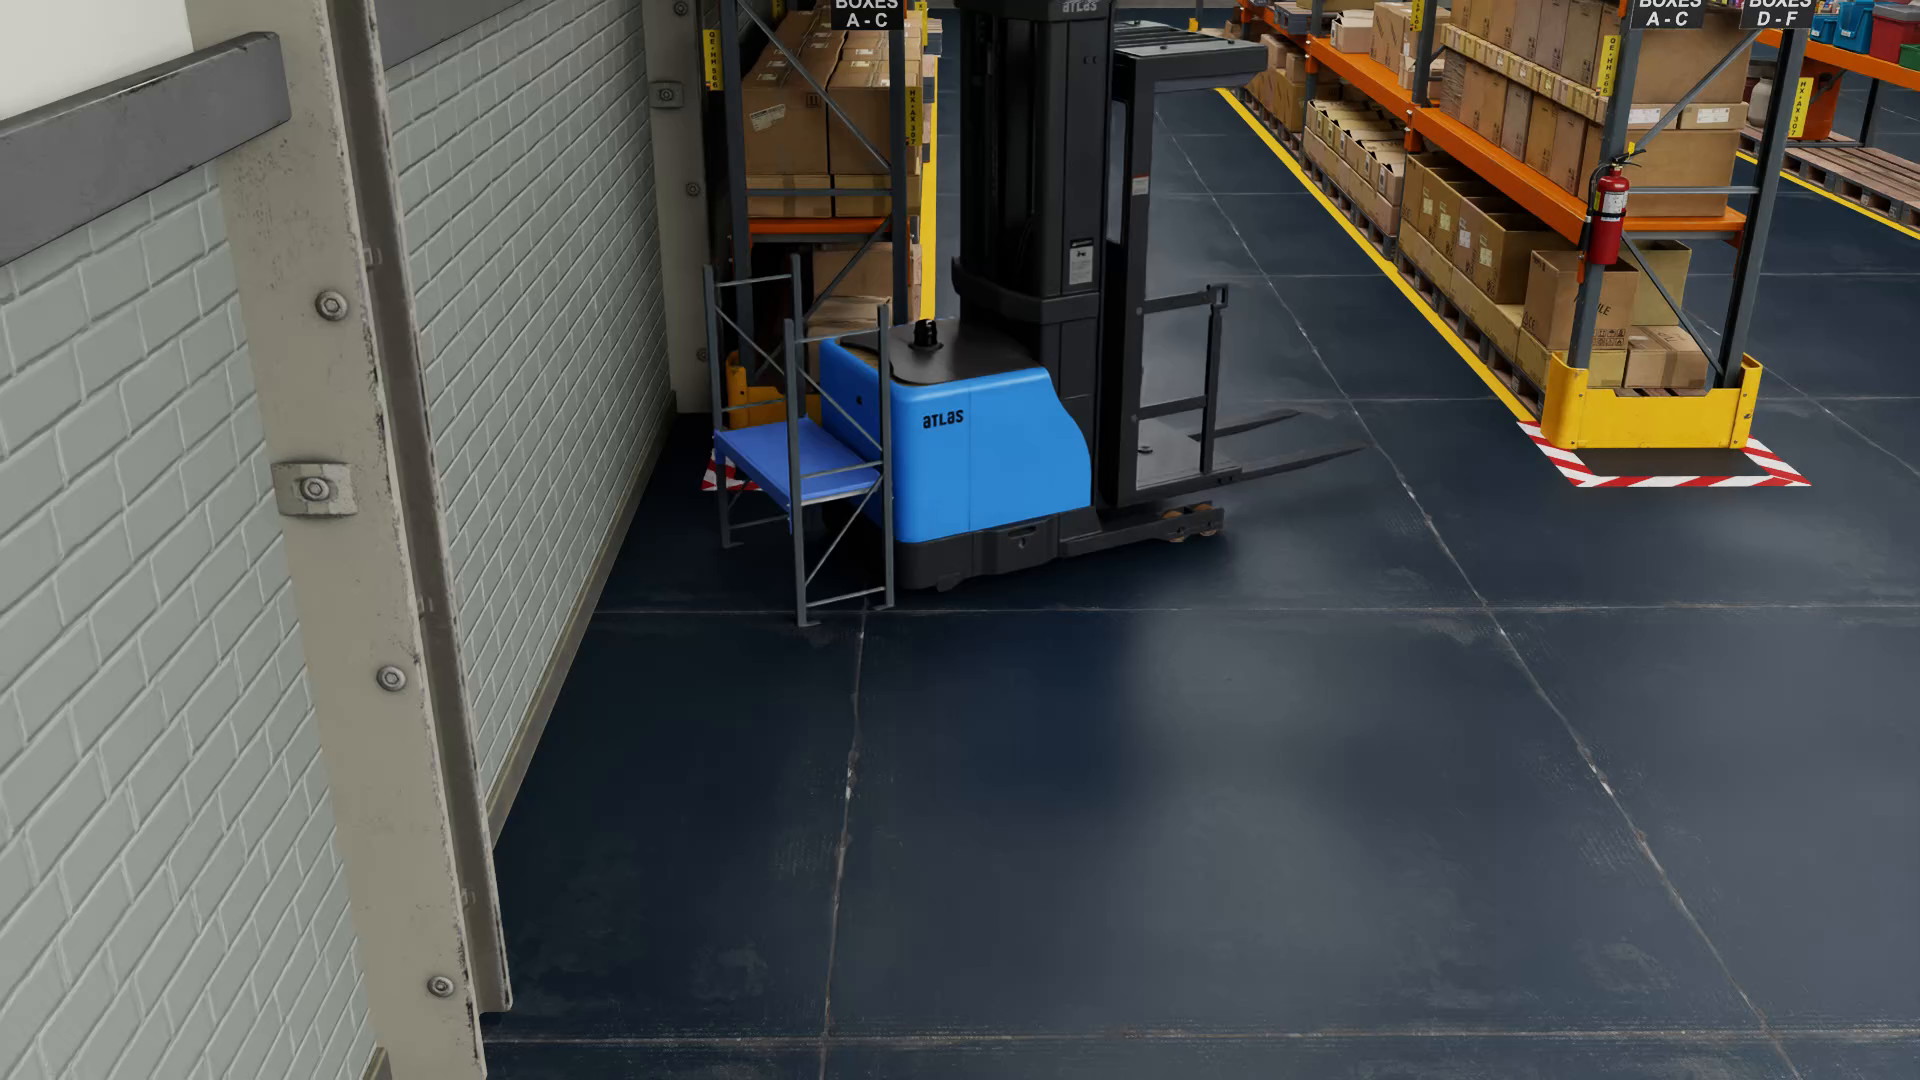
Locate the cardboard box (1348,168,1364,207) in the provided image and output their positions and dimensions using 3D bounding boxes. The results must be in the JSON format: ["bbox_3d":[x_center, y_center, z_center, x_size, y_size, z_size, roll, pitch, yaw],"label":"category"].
[{"bbox_3d":[3.802,-3.171,14.948,0.500,0.250,0.500,0,24,1],"label":"cardboard box"}]

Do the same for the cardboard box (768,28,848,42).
[{"bbox_3d":[-1.050,-3.289,11.630,0.500,0.500,0.500,0,24,1],"label":"cardboard box"}]

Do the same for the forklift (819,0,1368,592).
[{"bbox_3d":[0.816,-1.497,8.504,3.031,2.935,1.130,-12,27,-25],"label":"forklift"}]

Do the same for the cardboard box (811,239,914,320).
[{"bbox_3d":[-0.686,-1.856,11.713,0.700,0.500,0.500,-2,24,-4],"label":"cardboard box"}]

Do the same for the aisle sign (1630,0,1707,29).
[{"bbox_3d":[3.856,-3.151,8.923,0.394,0.787,0.004,0,24,-1],"label":"aisle sign"}]

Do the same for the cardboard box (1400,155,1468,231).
[{"bbox_3d":[3.798,-2.731,13.066,0.500,0.500,0.500,0,24,-1],"label":"cardboard box"}]

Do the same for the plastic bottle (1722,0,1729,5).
[{"bbox_3d":[8.568,-6.026,18.576,0.061,0.283,0.133,0,24,-1],"label":"plastic bottle"}]

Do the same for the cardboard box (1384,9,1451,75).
[{"bbox_3d":[4.102,-4.429,14.781,0.500,0.500,0.500,0,24,0],"label":"cardboard box"}]

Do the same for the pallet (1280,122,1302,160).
[{"bbox_3d":[4.092,-4.329,18.065,1.003,0.211,1.213,0,24,-1],"label":"pallet"}]

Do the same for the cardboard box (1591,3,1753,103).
[{"bbox_3d":[4.156,-2.846,9.707,0.700,0.500,0.500,0,24,0],"label":"cardboard box"}]

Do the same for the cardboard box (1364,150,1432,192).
[{"bbox_3d":[3.803,-3.217,14.370,0.500,0.311,0.500,0,24,1],"label":"cardboard box"}]

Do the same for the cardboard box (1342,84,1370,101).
[{"bbox_3d":[4.343,-4.542,17.652,0.500,0.500,0.500,1,24,2],"label":"cardboard box"}]

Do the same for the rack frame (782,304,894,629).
[{"bbox_3d":[-0.546,-0.319,7.635,0.500,1.500,0.032,-12,27,-25],"label":"rack frame"}]

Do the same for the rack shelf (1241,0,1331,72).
[{"bbox_3d":[4.040,-5.788,18.781,1.077,0.370,4.000,0,24,-1],"label":"rack shelf"}]

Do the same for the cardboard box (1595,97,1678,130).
[{"bbox_3d":[3.955,-2.493,9.713,0.380,0.149,0.250,-1,24,-1],"label":"cardboard box"}]

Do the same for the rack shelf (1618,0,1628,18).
[{"bbox_3d":[4.128,-3.858,10.874,1.077,0.370,4.000,0,24,-1],"label":"rack shelf"}]

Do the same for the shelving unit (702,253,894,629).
[{"bbox_3d":[-0.783,-0.504,8.045,0.538,1.500,1.048,-12,27,-25],"label":"shelving unit"}]

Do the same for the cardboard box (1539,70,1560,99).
[{"bbox_3d":[3.944,-2.918,10.653,0.380,0.149,0.250,0,24,1],"label":"cardboard box"}]

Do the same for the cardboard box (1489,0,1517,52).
[{"bbox_3d":[4.128,-3.683,11.557,0.700,0.500,0.500,0,24,-1],"label":"cardboard box"}]

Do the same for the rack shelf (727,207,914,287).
[{"bbox_3d":[-0.826,-2.468,11.439,1.077,0.370,4.000,0,24,-1],"label":"rack shelf"}]

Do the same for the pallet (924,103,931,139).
[{"bbox_3d":[-0.835,-4.824,19.160,1.003,0.211,1.213,0,24,-1],"label":"pallet"}]

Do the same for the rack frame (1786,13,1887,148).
[{"bbox_3d":[9.015,-5.312,16.856,1.000,3.000,0.127,0,24,-1],"label":"rack frame"}]

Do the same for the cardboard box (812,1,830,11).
[{"bbox_3d":[-0.819,-4.075,13.466,0.700,0.500,0.500,0,24,0],"label":"cardboard box"}]

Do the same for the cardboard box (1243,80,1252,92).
[{"bbox_3d":[3.780,-5.801,20.436,0.500,0.500,0.500,-1,24,-3],"label":"cardboard box"}]

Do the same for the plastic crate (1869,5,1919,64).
[{"bbox_3d":[8.727,-4.674,15.367,0.402,0.464,0.583,0,24,-1],"label":"plastic crate"}]

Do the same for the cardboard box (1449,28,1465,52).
[{"bbox_3d":[3.918,-3.770,12.536,0.380,0.149,0.250,0,24,0],"label":"cardboard box"}]

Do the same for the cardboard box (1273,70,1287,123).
[{"bbox_3d":[3.812,-4.951,18.556,0.500,0.500,0.500,-1,24,-2],"label":"cardboard box"}]

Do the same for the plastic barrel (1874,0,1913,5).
[{"bbox_3d":[9.323,-5.185,16.408,0.600,0.536,0.708,0,24,-1],"label":"plastic barrel"}]

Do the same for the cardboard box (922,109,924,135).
[{"bbox_3d":[-0.768,-4.783,17.785,0.750,0.750,0.750,-1,24,-1],"label":"cardboard box"}]

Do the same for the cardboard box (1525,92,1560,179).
[{"bbox_3d":[4.147,-2.654,10.857,0.700,0.500,0.500,0,24,0],"label":"cardboard box"}]

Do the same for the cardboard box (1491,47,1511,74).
[{"bbox_3d":[3.933,-3.342,11.591,0.380,0.149,0.250,-1,24,-2],"label":"cardboard box"}]

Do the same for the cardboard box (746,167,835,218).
[{"bbox_3d":[-1.003,-2.104,9.920,0.500,0.250,0.500,0,24,0],"label":"cardboard box"}]

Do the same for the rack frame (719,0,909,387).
[{"bbox_3d":[-0.804,-1.971,9.469,1.000,3.000,0.127,0,24,-1],"label":"rack frame"}]

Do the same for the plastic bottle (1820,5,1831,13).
[{"bbox_3d":[9.204,-5.584,17.698,0.097,0.201,0.097,0,24,0],"label":"plastic bottle"}]

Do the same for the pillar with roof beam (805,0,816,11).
[{"bbox_3d":[2.497,-9.953,19.838,9.100,9.000,0.400,0,24,-1],"label":"pillar with roof beam"}]

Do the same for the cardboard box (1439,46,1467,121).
[{"bbox_3d":[4.117,-3.506,12.741,0.700,0.500,0.500,-1,24,-2],"label":"cardboard box"}]

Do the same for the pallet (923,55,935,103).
[{"bbox_3d":[-0.711,-3.848,13.850,1.003,0.211,1.213,0,24,-1],"label":"pallet"}]

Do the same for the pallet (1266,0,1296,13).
[{"bbox_3d":[4.036,-6.006,18.621,1.003,0.211,1.213,0,24,-1],"label":"pallet"}]

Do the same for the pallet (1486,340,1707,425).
[{"bbox_3d":[4.099,-1.040,10.792,1.003,0.211,1.213,0,24,-1],"label":"pallet"}]

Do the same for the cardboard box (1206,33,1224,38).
[{"bbox_3d":[3.708,-6.898,23.166,0.500,0.250,0.500,0,24,-1],"label":"cardboard box"}]

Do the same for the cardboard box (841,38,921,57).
[{"bbox_3d":[-0.521,-3.081,11.170,0.500,0.500,0.500,0,24,1],"label":"cardboard box"}]

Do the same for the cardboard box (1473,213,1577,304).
[{"bbox_3d":[3.820,-1.907,11.244,0.500,0.500,0.500,0,24,-1],"label":"cardboard box"}]

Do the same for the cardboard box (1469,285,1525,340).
[{"bbox_3d":[3.823,-1.565,11.398,0.500,0.250,0.500,0,24,-1],"label":"cardboard box"}]

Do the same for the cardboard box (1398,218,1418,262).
[{"bbox_3d":[3.808,-2.389,13.220,0.500,0.250,0.500,0,24,-1],"label":"cardboard box"}]

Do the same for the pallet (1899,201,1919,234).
[{"bbox_3d":[9.011,-2.717,14.501,1.003,0.211,1.213,0,24,-1],"label":"pallet"}]

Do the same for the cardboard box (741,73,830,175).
[{"bbox_3d":[-1.022,-2.447,9.768,0.500,0.500,0.500,-1,24,-1],"label":"cardboard box"}]

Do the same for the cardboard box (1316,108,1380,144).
[{"bbox_3d":[3.788,-4.052,16.216,0.500,0.311,0.500,-1,24,-2],"label":"cardboard box"}]

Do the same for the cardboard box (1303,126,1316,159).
[{"bbox_3d":[3.774,-4.013,16.810,0.500,0.250,0.500,0,24,-1],"label":"cardboard box"}]

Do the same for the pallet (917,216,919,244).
[{"bbox_3d":[-0.858,-2.670,14.397,1.003,0.211,1.213,0,24,-1],"label":"pallet"}]

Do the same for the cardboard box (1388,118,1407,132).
[{"bbox_3d":[4.329,-3.849,15.767,0.500,0.311,0.500,0,24,-1],"label":"cardboard box"}]

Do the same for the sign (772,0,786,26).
[{"bbox_3d":[-1.403,-4.143,12.866,0.100,0.325,0.005,0,24,-1],"label":"sign"}]
